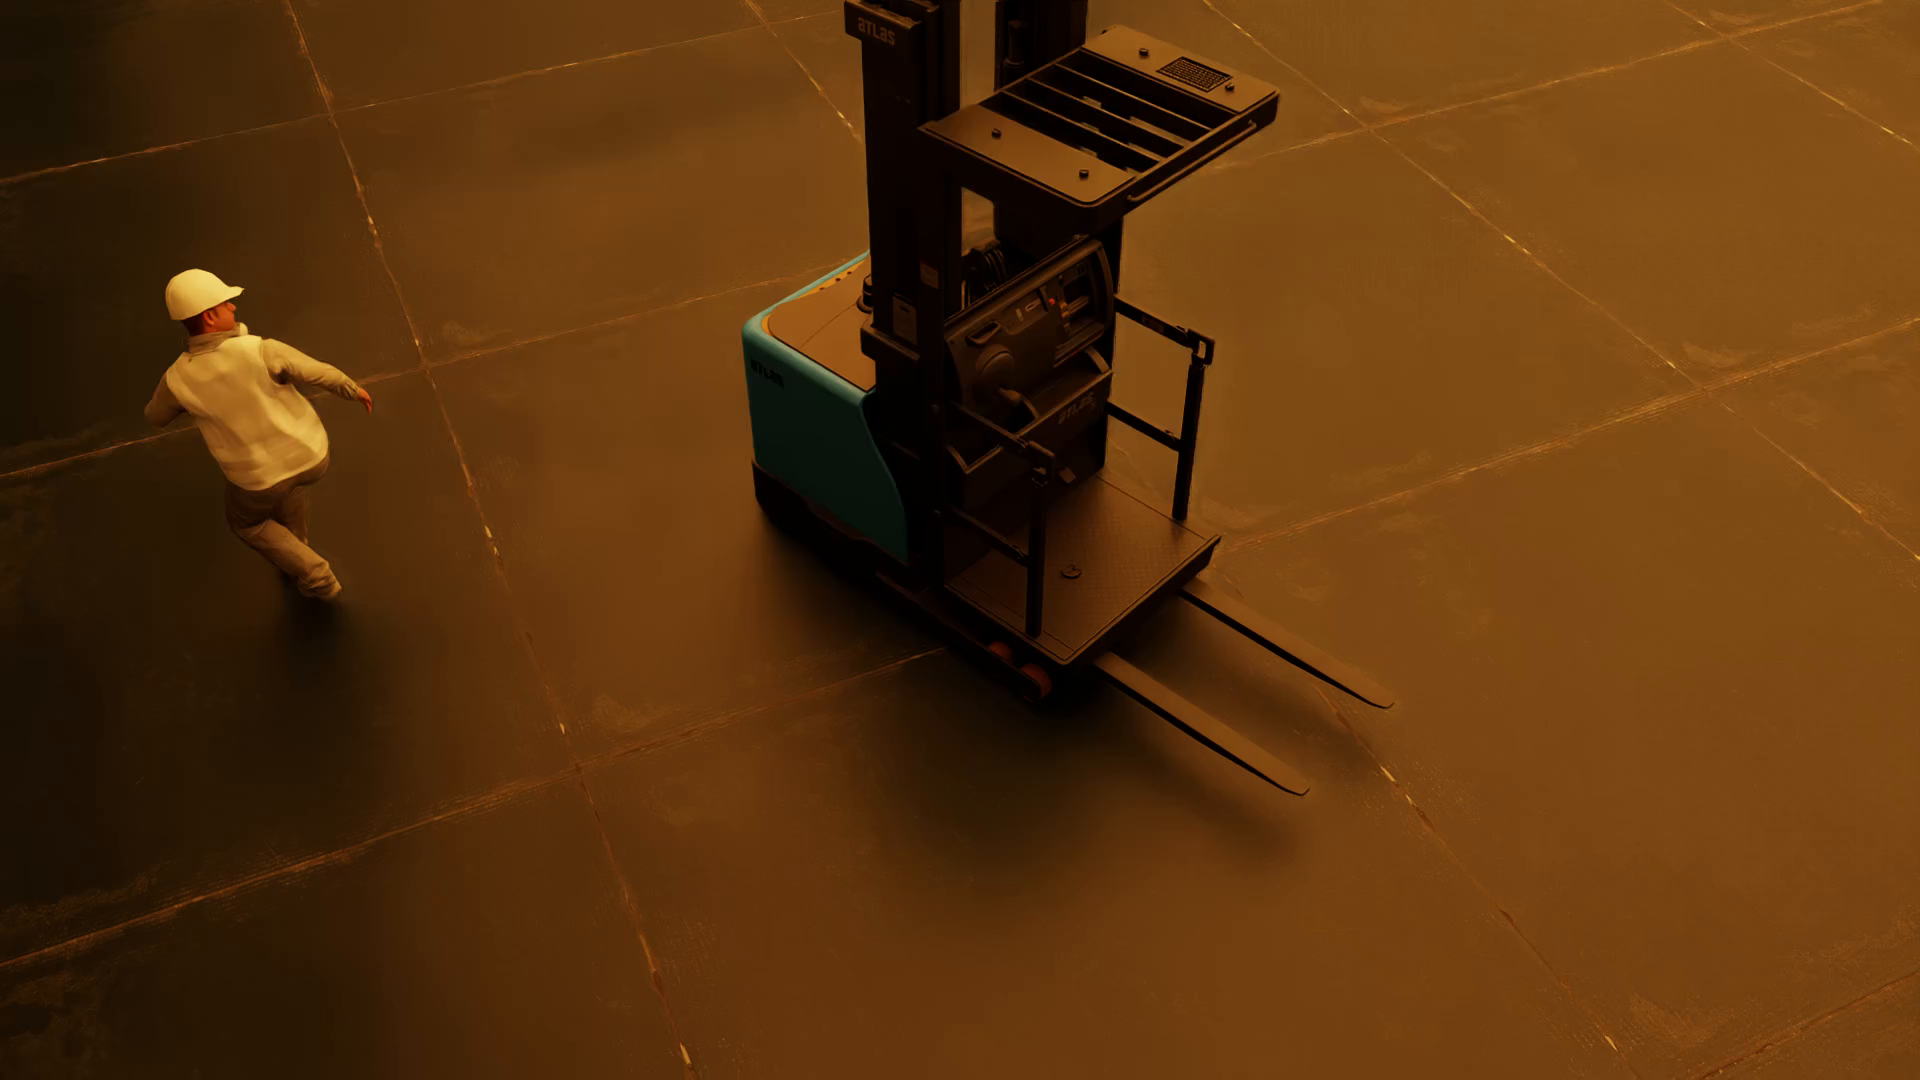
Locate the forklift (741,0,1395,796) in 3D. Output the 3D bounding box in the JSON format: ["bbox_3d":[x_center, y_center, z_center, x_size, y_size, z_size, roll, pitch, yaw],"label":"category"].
[{"bbox_3d":[0.445,-0.788,6.525,3.031,2.935,1.130,32,52,30],"label":"forklift"}]

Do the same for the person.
[{"bbox_3d":[-3.193,-0.470,7.022,0.629,1.773,0.569,-11,44,-11],"label":"person"}]
